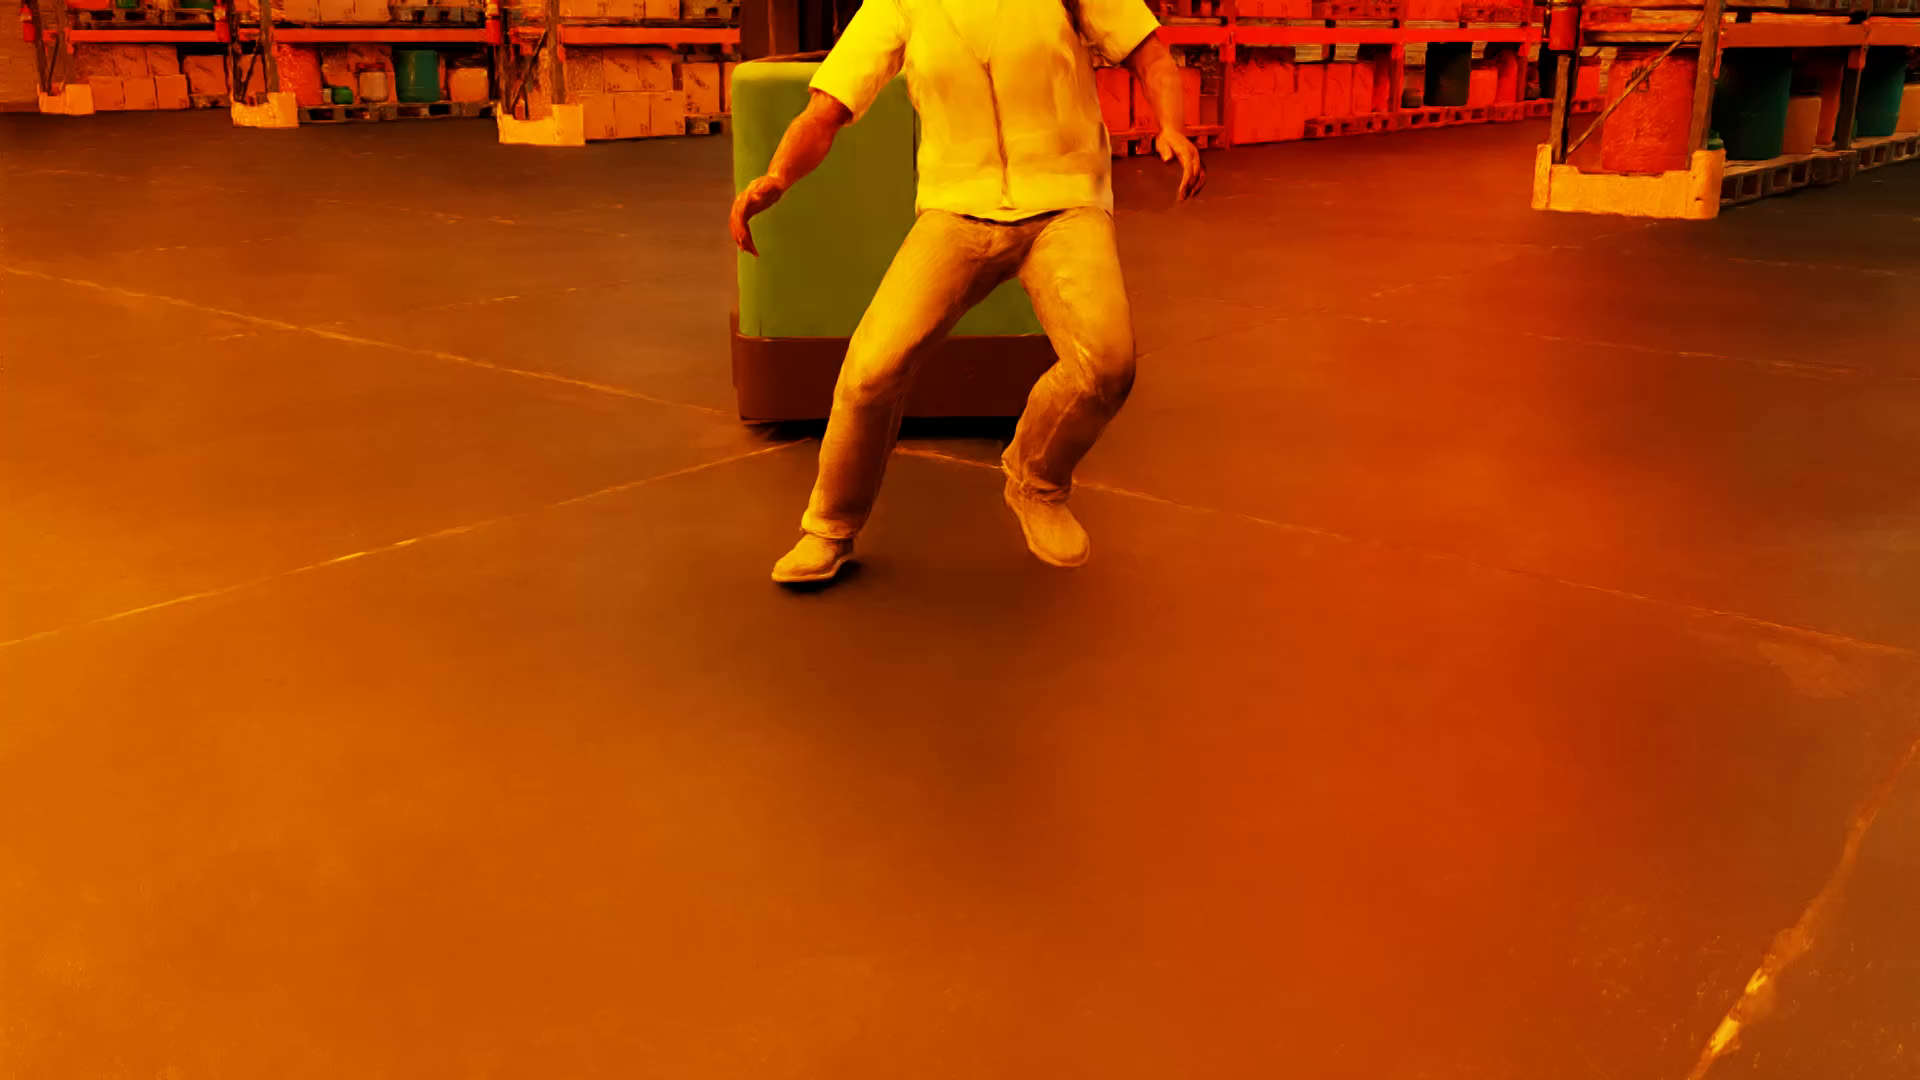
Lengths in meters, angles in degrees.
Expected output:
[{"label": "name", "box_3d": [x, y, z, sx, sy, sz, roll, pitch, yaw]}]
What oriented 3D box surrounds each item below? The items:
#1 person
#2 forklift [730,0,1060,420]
[{"label": "person", "box_3d": [0.039, -0.690, 3.459, 0.929, 1.611, 0.648, 2, 17, 7]}, {"label": "forklift", "box_3d": [-0.236, -2.131, 5.914, 1.130, 2.935, 3.031, -1, 17, -4]}]
